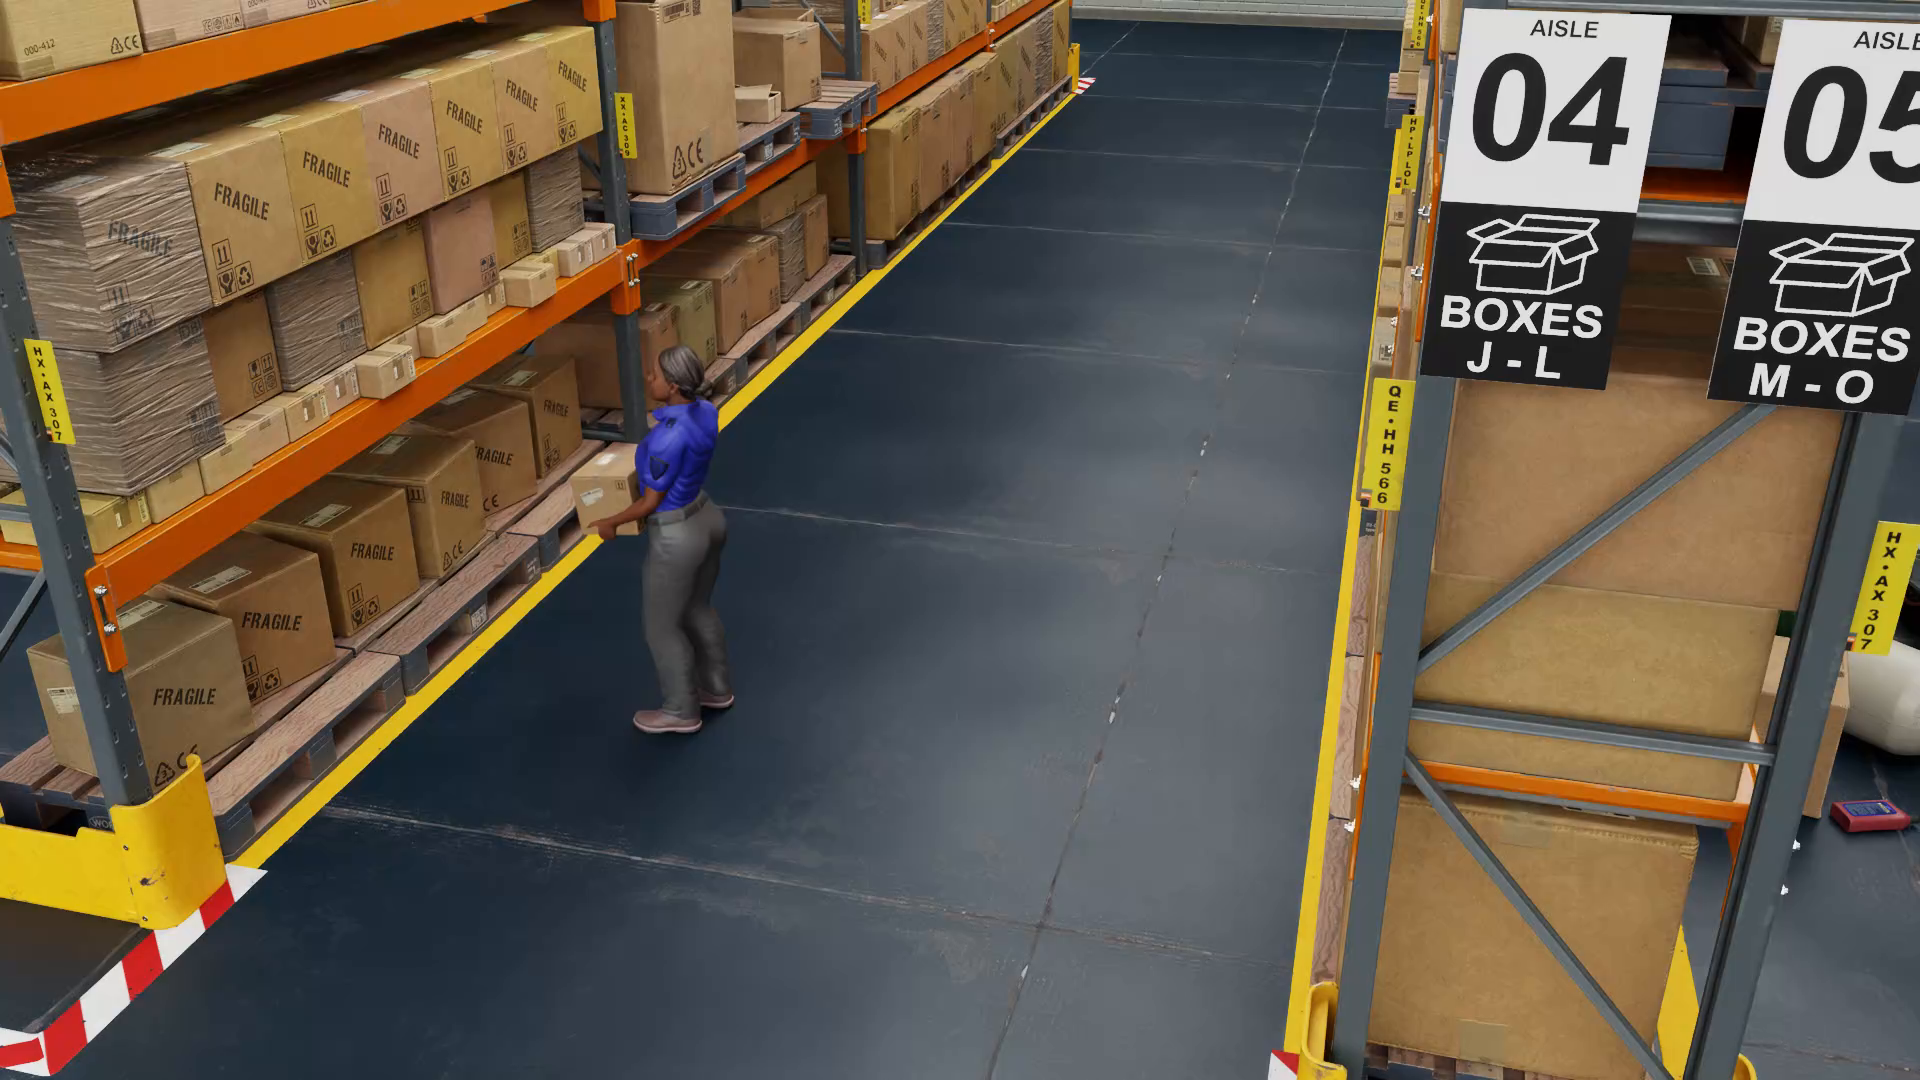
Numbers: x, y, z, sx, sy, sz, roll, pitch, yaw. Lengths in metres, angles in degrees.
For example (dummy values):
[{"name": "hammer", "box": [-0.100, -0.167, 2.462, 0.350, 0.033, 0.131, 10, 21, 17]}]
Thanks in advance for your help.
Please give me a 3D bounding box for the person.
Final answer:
[{"name": "person", "box": [-1.195, -0.035, 6.631, 0.498, 1.563, 0.451, 7, 26, 14]}]
